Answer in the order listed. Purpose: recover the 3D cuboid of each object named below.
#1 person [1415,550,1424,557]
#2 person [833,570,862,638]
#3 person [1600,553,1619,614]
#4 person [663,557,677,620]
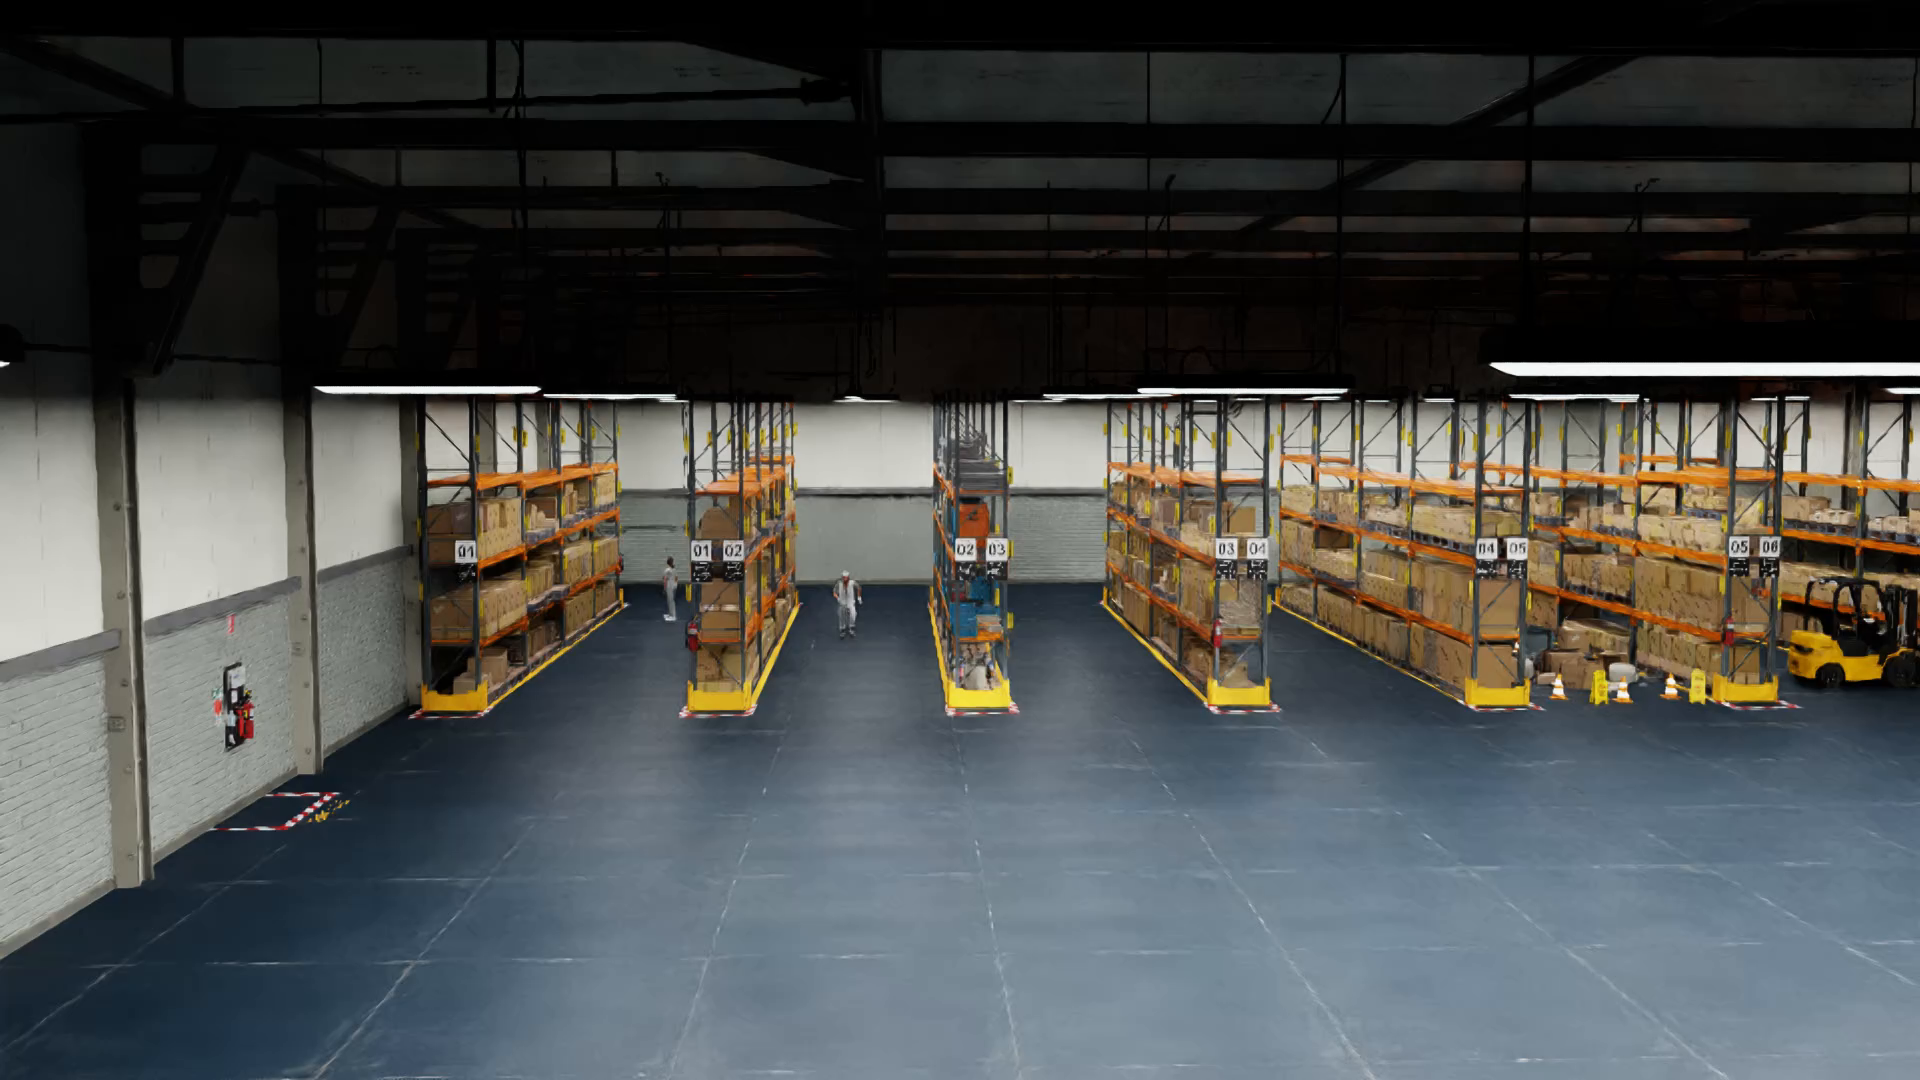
[{"bbox_3d":[14.029,0.753,50.817,0.702,1.664,0.481,-3,5,-31],"label":"person"},{"bbox_3d":[-2.753,1.570,40.585,0.688,1.712,0.782,0,5,3],"label":"person"},{"bbox_3d":[17.710,1.177,45.387,0.551,1.661,0.601,1,5,13],"label":"person"},{"bbox_3d":[-7.720,1.273,44.167,0.564,1.666,0.563,2,5,25],"label":"person"}]
